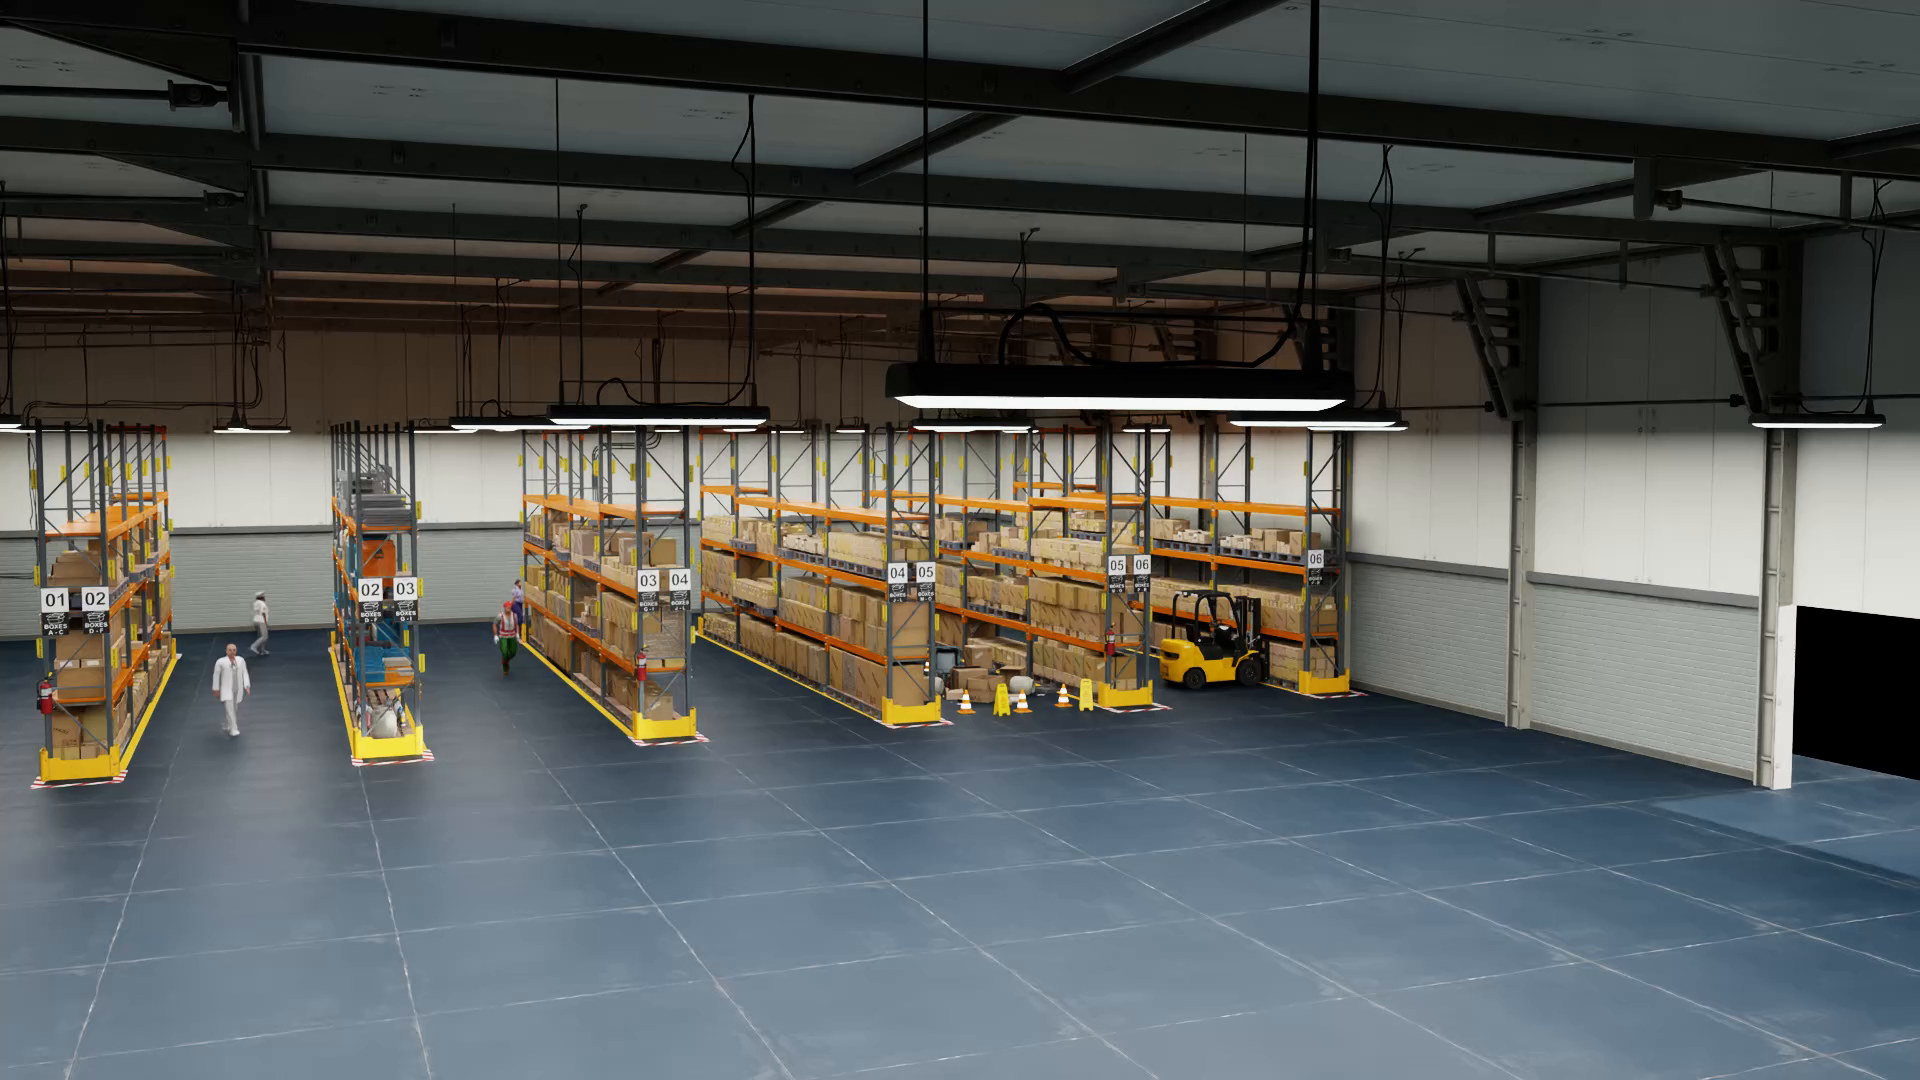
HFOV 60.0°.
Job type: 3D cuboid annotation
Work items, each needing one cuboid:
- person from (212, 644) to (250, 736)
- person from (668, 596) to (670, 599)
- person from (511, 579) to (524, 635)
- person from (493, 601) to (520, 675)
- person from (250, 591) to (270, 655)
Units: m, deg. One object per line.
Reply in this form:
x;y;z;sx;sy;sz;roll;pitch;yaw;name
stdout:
-13.857;2.849;31.725;1.104;1.729;0.598;3;5;38;person
-8.451;1.799;49.664;0.481;1.605;1.038;0;4;7;person
-12.791;1.918;47.912;0.807;1.596;0.483;1;4;17;person
-10.966;2.344;40.090;0.624;1.765;0.703;-3;4;-36;person
-18.231;2.173;43.256;0.523;1.669;0.768;2;4;26;person
